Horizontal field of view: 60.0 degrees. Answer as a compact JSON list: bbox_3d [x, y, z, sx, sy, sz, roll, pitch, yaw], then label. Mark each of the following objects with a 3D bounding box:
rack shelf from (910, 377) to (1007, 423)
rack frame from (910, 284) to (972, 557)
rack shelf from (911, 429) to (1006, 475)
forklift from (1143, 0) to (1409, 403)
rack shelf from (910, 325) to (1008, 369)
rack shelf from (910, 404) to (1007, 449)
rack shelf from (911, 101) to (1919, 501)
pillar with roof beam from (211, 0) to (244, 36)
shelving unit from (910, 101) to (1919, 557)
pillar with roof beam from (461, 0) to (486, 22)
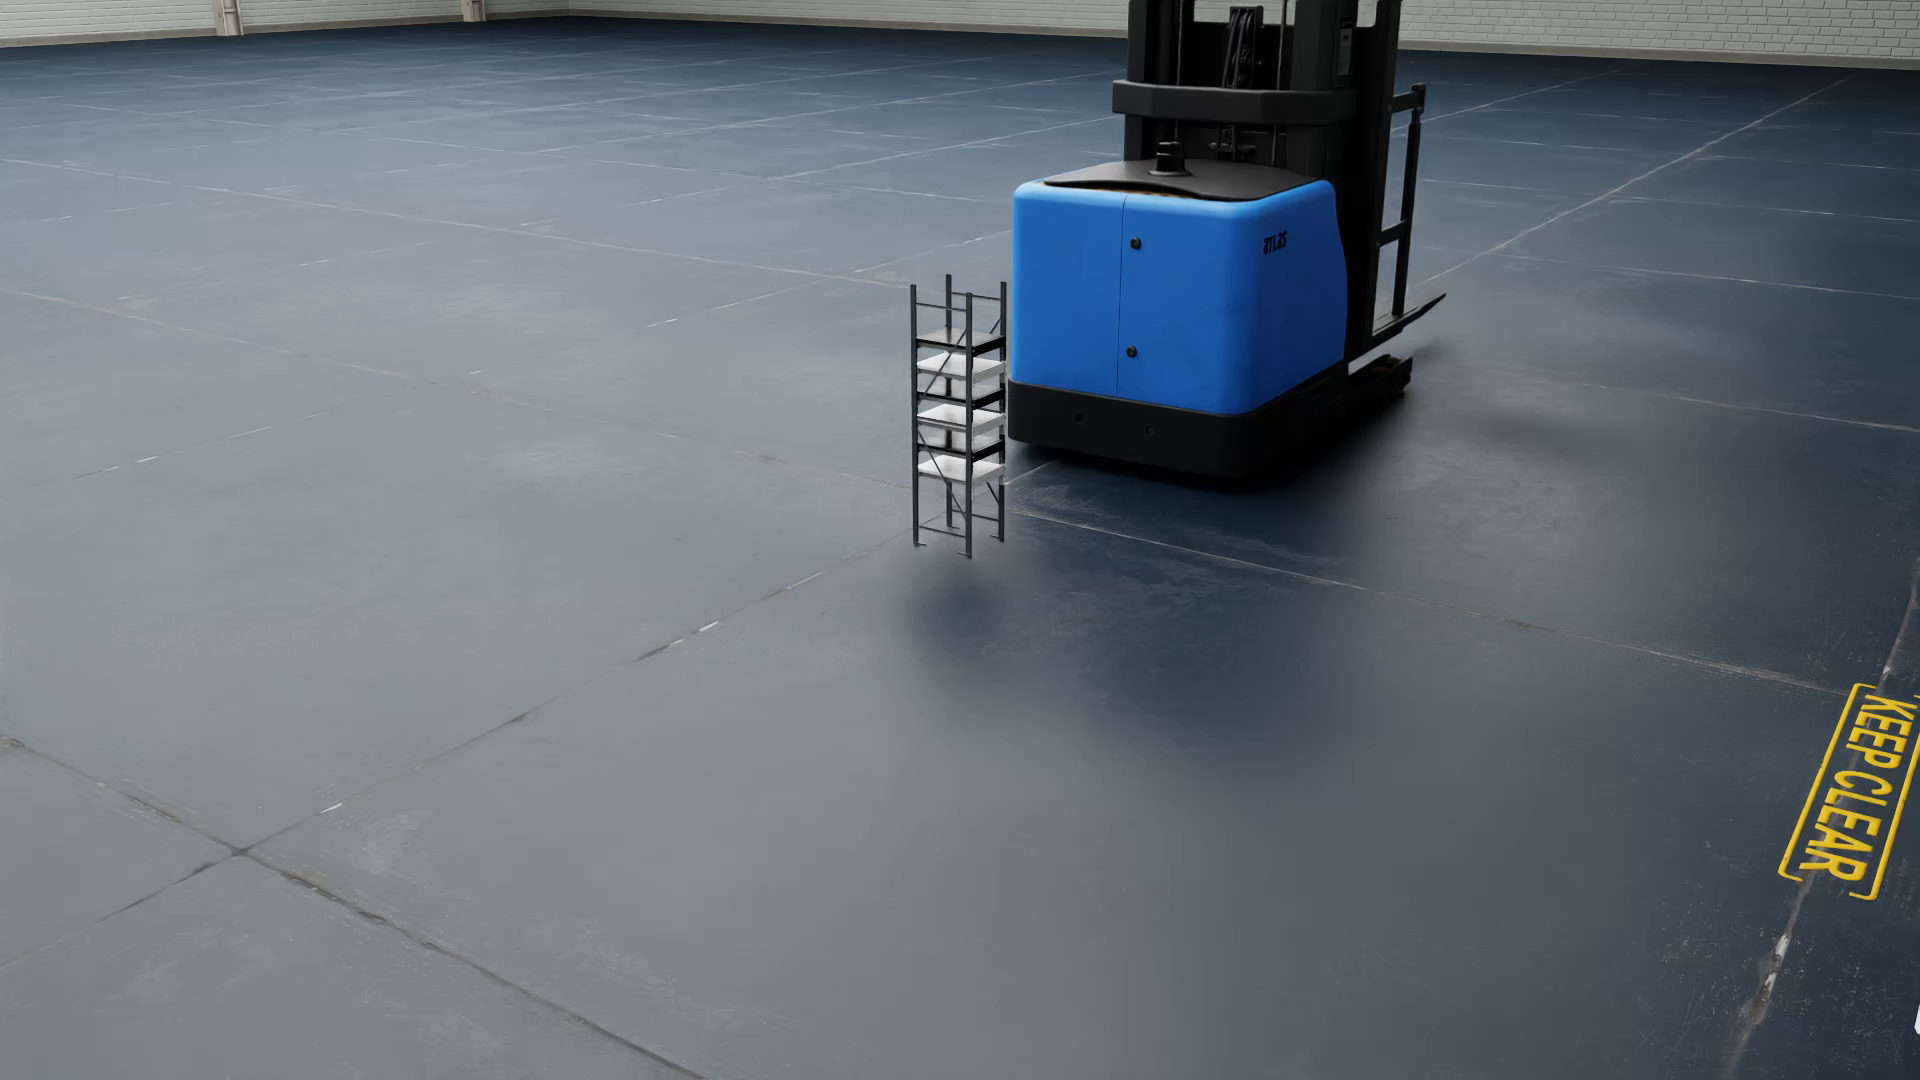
[{"bbox_3d":[-0.005,-0.473,5.583,0.258,0.077,0.200,13,24,32],"label":"rack shelf"},{"bbox_3d":[-0.062,-0.391,5.524,0.240,0.900,0.006,13,24,32],"label":"rack frame"},{"bbox_3d":[-0.005,-0.304,5.645,0.258,0.077,0.200,13,24,32],"label":"rack shelf"},{"bbox_3d":[1.409,-2.062,7.115,1.121,2.935,3.031,12,24,30],"label":"forklift"},{"bbox_3d":[-0.005,-0.642,5.520,0.258,0.077,0.200,13,24,32],"label":"rack shelf"},{"bbox_3d":[-0.005,-0.388,5.614,0.258,0.077,0.200,13,24,32],"label":"rack shelf"},{"bbox_3d":[7.441,-2.202,11.321,6.000,0.275,18.464,13,24,32],"label":"rack shelf"},{"bbox_3d":[-10.567,-13.154,28.355,9.100,9.000,0.400,13,24,32],"label":"pillar with roof beam"},{"bbox_3d":[7.439,-2.494,11.210,6.000,0.900,18.469,13,24,32],"label":"shelving unit"},{"bbox_3d":[-7.194,-14.875,33.009,9.100,9.000,0.400,13,24,32],"label":"pillar with roof beam"}]
